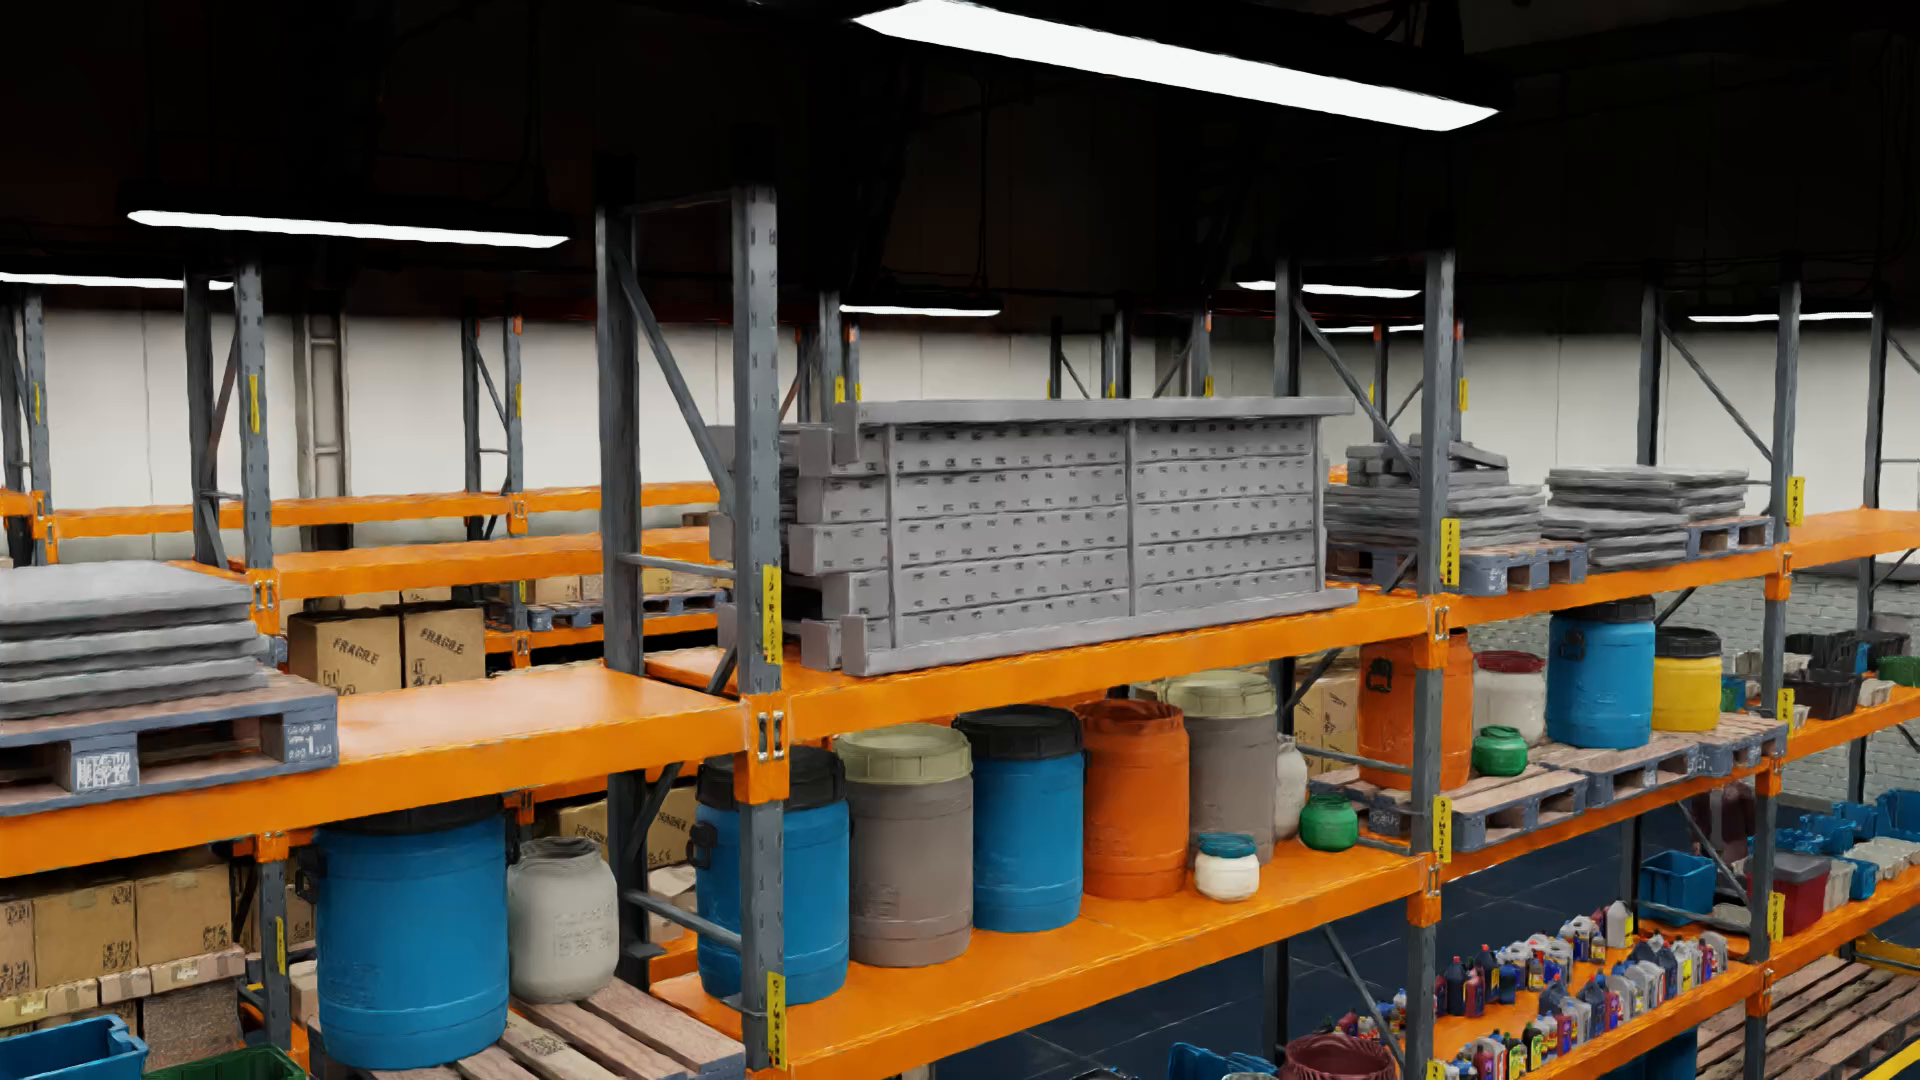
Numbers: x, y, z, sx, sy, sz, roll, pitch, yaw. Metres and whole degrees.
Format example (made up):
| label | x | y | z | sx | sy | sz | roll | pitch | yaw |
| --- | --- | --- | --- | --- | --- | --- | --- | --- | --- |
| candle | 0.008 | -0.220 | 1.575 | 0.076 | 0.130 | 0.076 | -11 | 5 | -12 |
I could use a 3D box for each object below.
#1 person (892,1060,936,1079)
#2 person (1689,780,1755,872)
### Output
| label | x | y | z | sx | sy | sz | roll | pitch | yaw |
| --- | --- | --- | --- | --- | --- | --- | --- | --- | --- |
| person | -0.337 | 3.279 | 10.882 | 0.459 | 1.725 | 0.578 | 2 | 6 | 24 |
| person | 7.097 | 2.808 | 15.550 | 1.171 | 1.651 | 0.598 | -4 | 7 | -38 |
